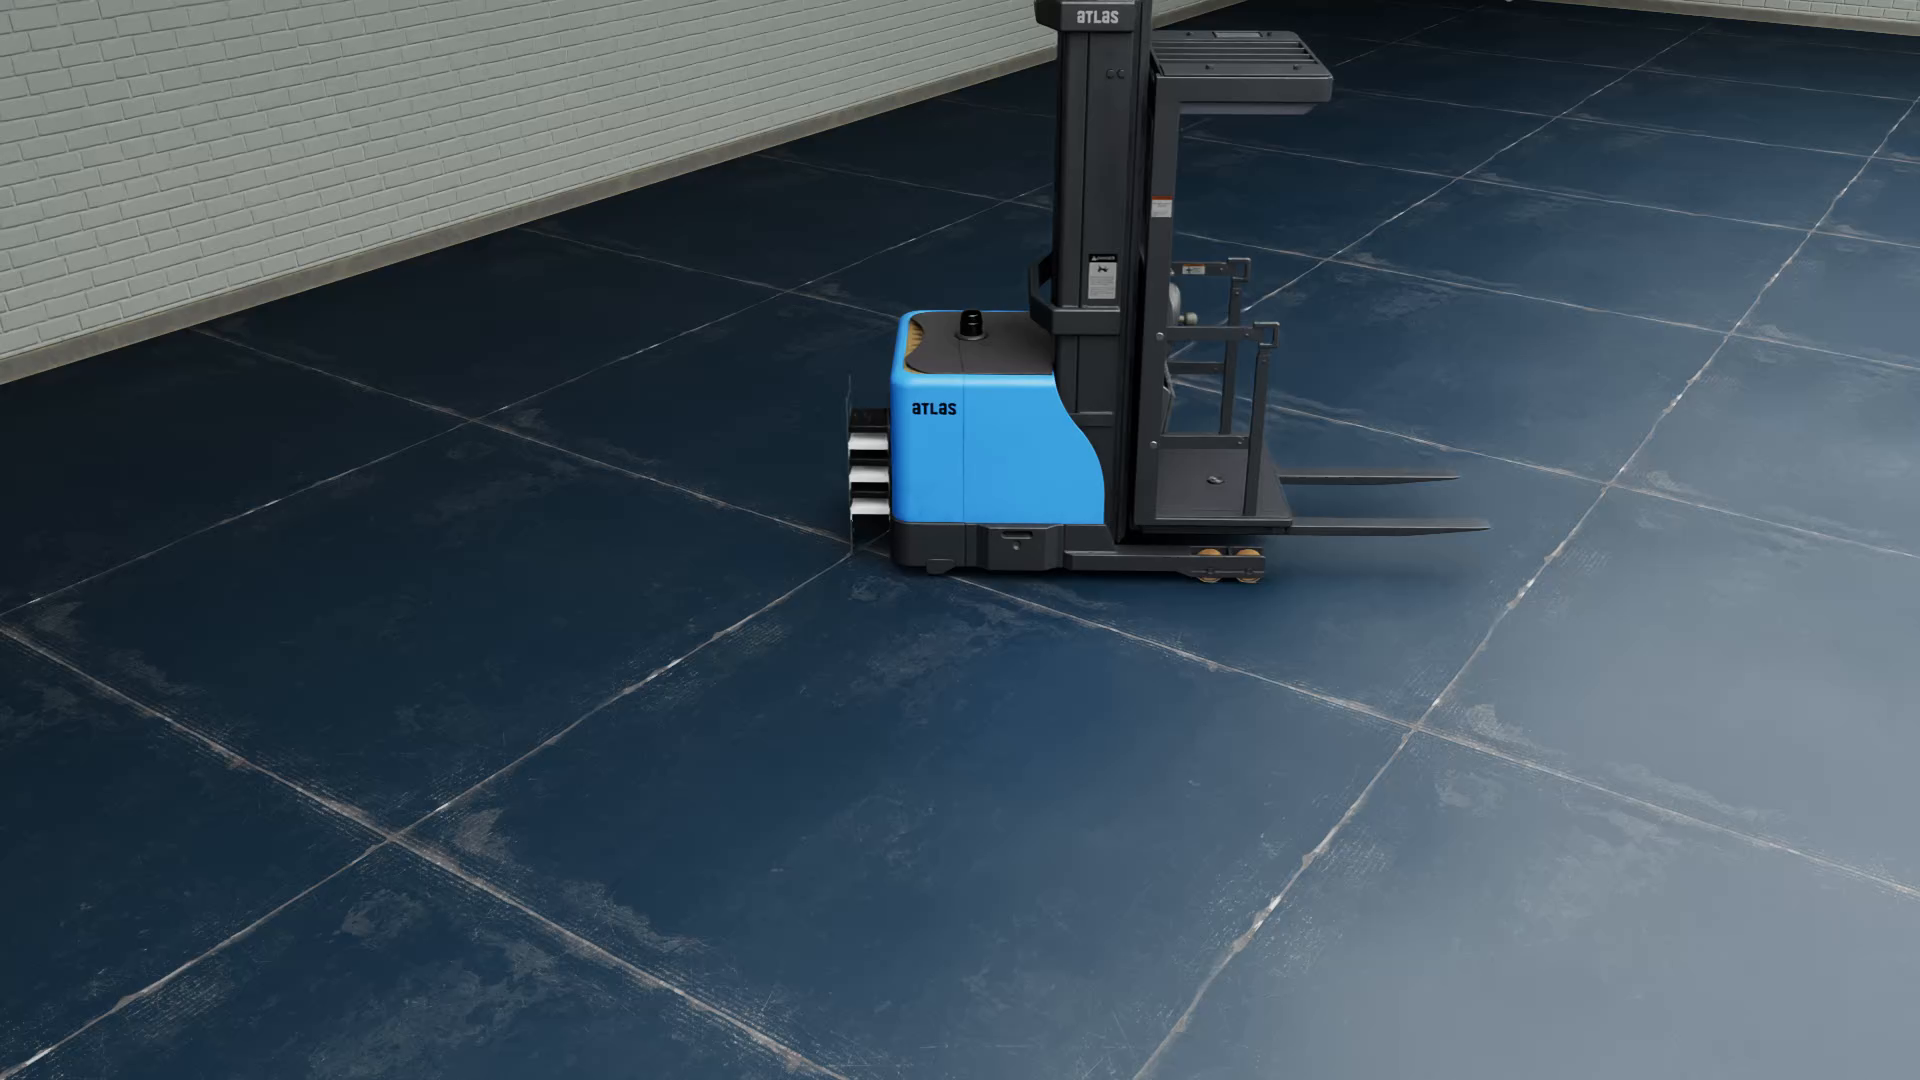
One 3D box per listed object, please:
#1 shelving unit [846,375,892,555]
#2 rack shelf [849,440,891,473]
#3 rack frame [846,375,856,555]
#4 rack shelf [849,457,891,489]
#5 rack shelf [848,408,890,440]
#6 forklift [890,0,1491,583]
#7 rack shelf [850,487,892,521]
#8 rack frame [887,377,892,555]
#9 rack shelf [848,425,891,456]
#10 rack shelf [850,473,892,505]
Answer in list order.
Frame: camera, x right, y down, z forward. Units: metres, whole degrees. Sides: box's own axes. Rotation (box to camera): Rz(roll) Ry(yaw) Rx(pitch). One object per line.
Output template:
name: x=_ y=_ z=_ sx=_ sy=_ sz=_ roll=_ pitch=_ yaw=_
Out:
shelving unit: x=-0.456 y=-0.377 z=8.499 sx=0.210 sy=0.900 sz=0.258 roll=1 pitch=27 yaw=1
rack shelf: x=-0.456 y=-0.428 z=8.474 sx=0.200 sy=0.077 sz=0.258 roll=1 pitch=27 yaw=1
rack frame: x=-0.558 y=-0.378 z=8.501 sx=0.006 sy=0.900 sz=0.240 roll=1 pitch=27 yaw=1
rack shelf: x=-0.456 y=-0.348 z=8.514 sx=0.200 sy=0.077 sz=0.258 roll=1 pitch=27 yaw=1
rack shelf: x=-0.456 y=-0.588 z=8.392 sx=0.200 sy=0.077 sz=0.258 roll=1 pitch=27 yaw=1
forklift: x=1.172 y=-1.335 z=8.142 sx=3.031 sy=2.935 sz=1.130 roll=1 pitch=27 yaw=1
rack shelf: x=-0.456 y=-0.187 z=8.596 sx=0.200 sy=0.077 sz=0.258 roll=1 pitch=27 yaw=1
rack frame: x=-0.354 y=-0.376 z=8.497 sx=0.006 sy=0.900 sz=0.240 roll=1 pitch=27 yaw=1
rack shelf: x=-0.456 y=-0.508 z=8.433 sx=0.200 sy=0.077 sz=0.258 roll=1 pitch=27 yaw=1
rack shelf: x=-0.456 y=-0.267 z=8.555 sx=0.200 sy=0.077 sz=0.258 roll=1 pitch=27 yaw=1
